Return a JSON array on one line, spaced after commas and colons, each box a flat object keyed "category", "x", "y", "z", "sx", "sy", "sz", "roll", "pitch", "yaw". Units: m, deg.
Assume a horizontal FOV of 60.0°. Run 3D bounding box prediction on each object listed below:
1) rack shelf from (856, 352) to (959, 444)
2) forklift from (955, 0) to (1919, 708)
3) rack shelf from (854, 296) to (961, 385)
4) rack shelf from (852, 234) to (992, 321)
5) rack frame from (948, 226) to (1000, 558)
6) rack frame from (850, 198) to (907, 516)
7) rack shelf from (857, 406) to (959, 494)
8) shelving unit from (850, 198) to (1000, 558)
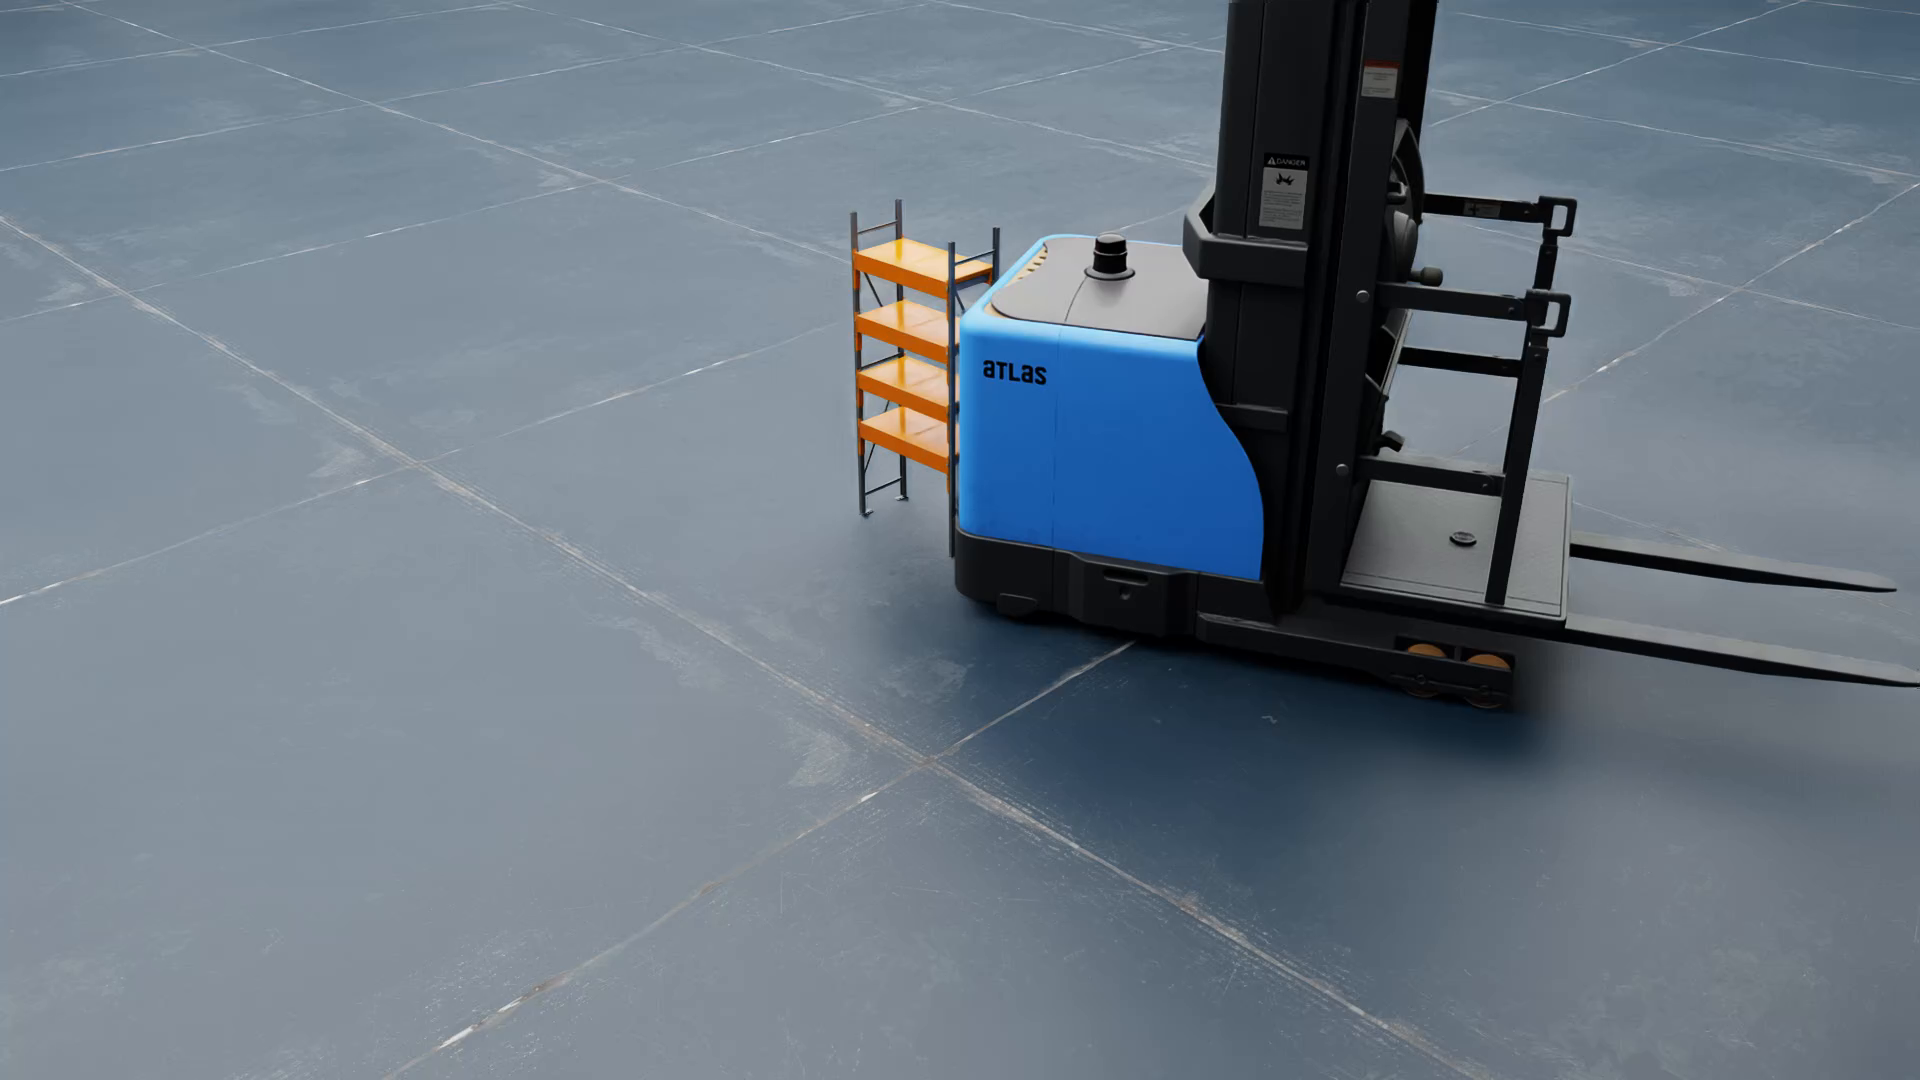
[{"category": "rack shelf", "x": -0.126, "y": -0.527, "z": 6.107, "sx": 0.480, "sy": 0.148, "sz": 0.258, "roll": 25, "pitch": 36, "yaw": 38}, {"category": "forklift", "x": 1.556, "y": -1.046, "z": 5.090, "sx": 3.031, "sy": 2.935, "sz": 1.130, "roll": 9, "pitch": 29, "yaw": 17}, {"category": "rack shelf", "x": -0.126, "y": -0.725, "z": 6.003, "sx": 0.480, "sy": 0.148, "sz": 0.258, "roll": 25, "pitch": 36, "yaw": 38}, {"category": "rack shelf", "x": -0.126, "y": -0.934, "z": 5.893, "sx": 0.480, "sy": 0.148, "sz": 0.258, "roll": 25, "pitch": 36, "yaw": 38}, {"category": "rack frame", "x": 0.048, "y": -0.507, "z": 5.924, "sx": 0.015, "sy": 1.200, "sz": 0.240, "roll": 25, "pitch": 36, "yaw": 38}, {"category": "rack frame", "x": -0.300, "y": -0.666, "z": 6.227, "sx": 0.015, "sy": 1.200, "sz": 0.240, "roll": 25, "pitch": 36, "yaw": 38}, {"category": "rack shelf", "x": -0.126, "y": -0.351, "z": 6.200, "sx": 0.480, "sy": 0.148, "sz": 0.258, "roll": 25, "pitch": 36, "yaw": 38}, {"category": "shelving unit", "x": -0.126, "y": -0.586, "z": 6.076, "sx": 0.503, "sy": 1.200, "sz": 0.258, "roll": 25, "pitch": 36, "yaw": 38}]
